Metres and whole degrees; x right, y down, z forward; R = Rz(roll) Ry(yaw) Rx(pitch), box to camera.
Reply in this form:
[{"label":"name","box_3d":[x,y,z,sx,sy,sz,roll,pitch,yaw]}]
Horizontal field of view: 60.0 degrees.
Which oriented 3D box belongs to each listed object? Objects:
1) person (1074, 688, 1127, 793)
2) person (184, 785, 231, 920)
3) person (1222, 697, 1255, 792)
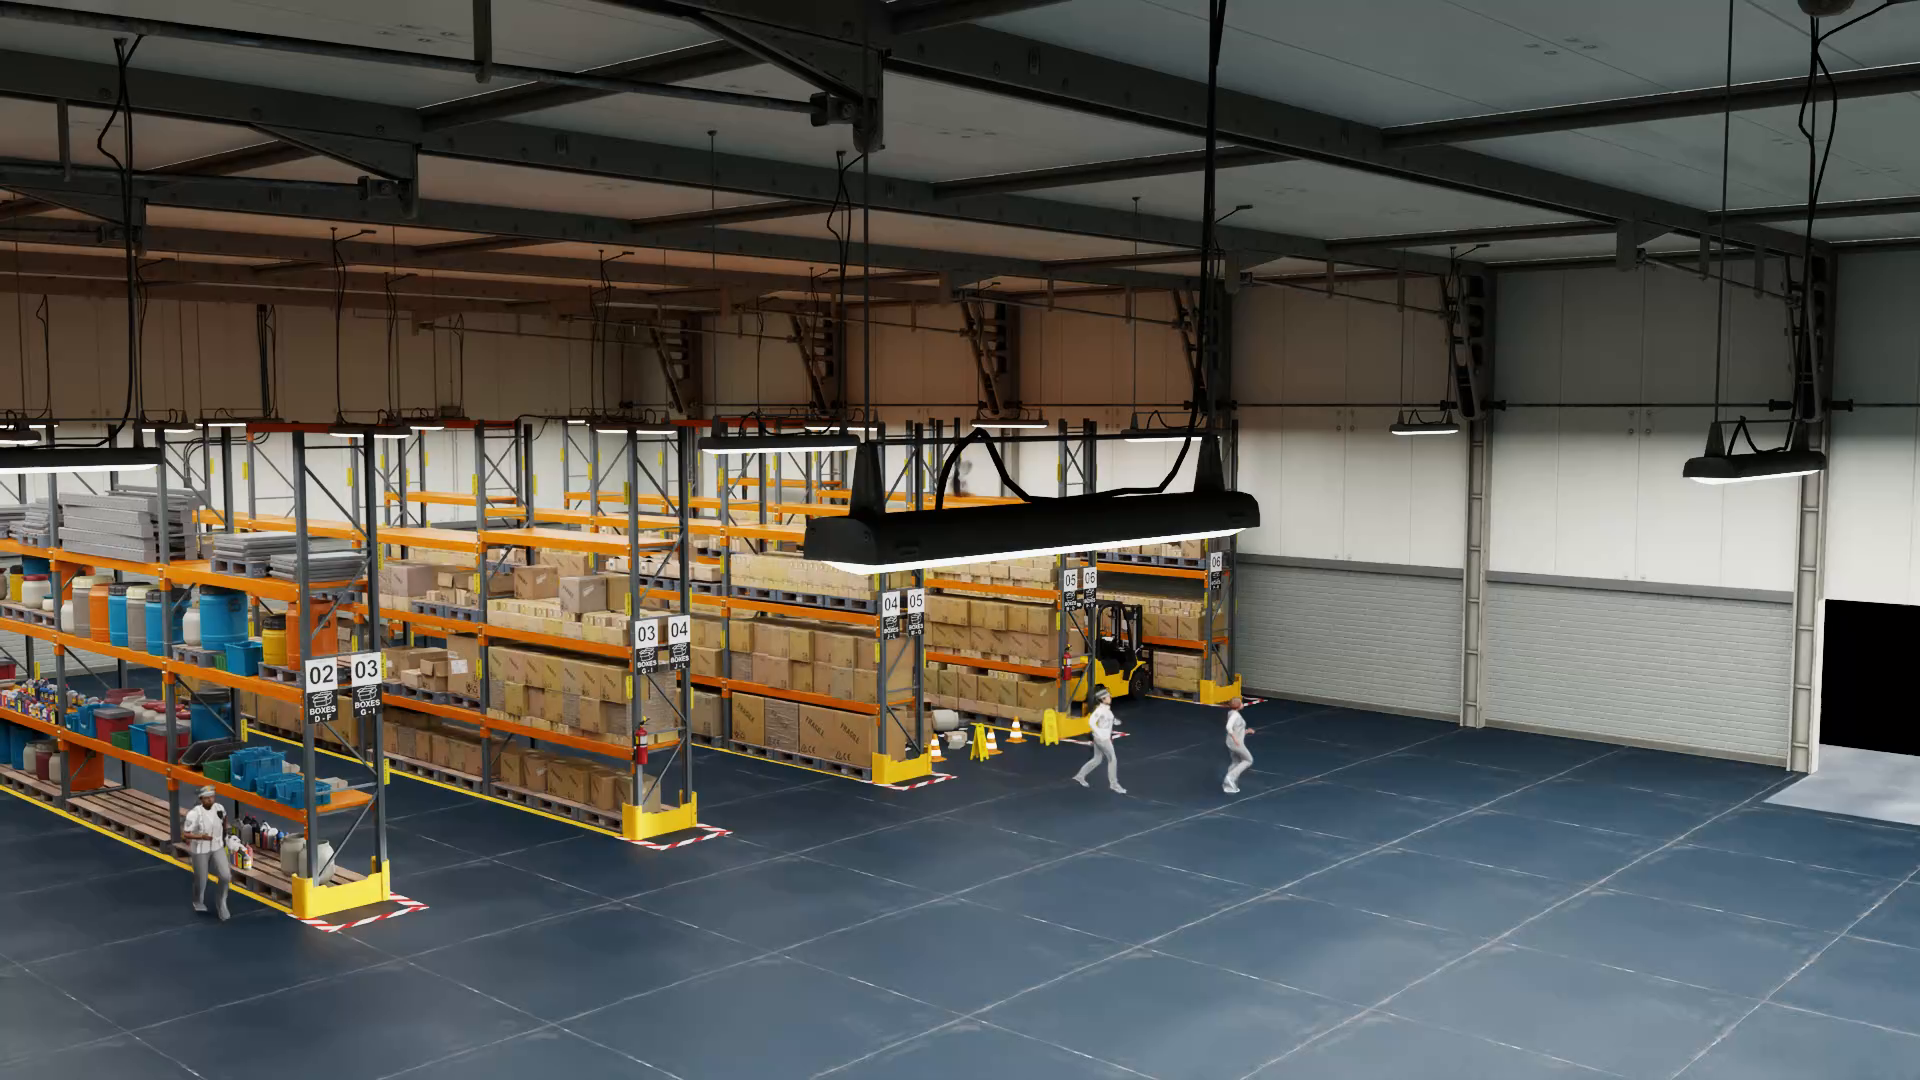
[{"label":"person","box_3d":[2.294,3.269,27.161,0.867,1.719,0.596,0,5,0]},{"label":"person","box_3d":[-9.257,3.834,20.471,0.589,1.706,0.789,-4,6,-42]},{"label":"person","box_3d":[4.532,3.332,27.069,0.552,1.563,0.533,-1,5,-8]}]
